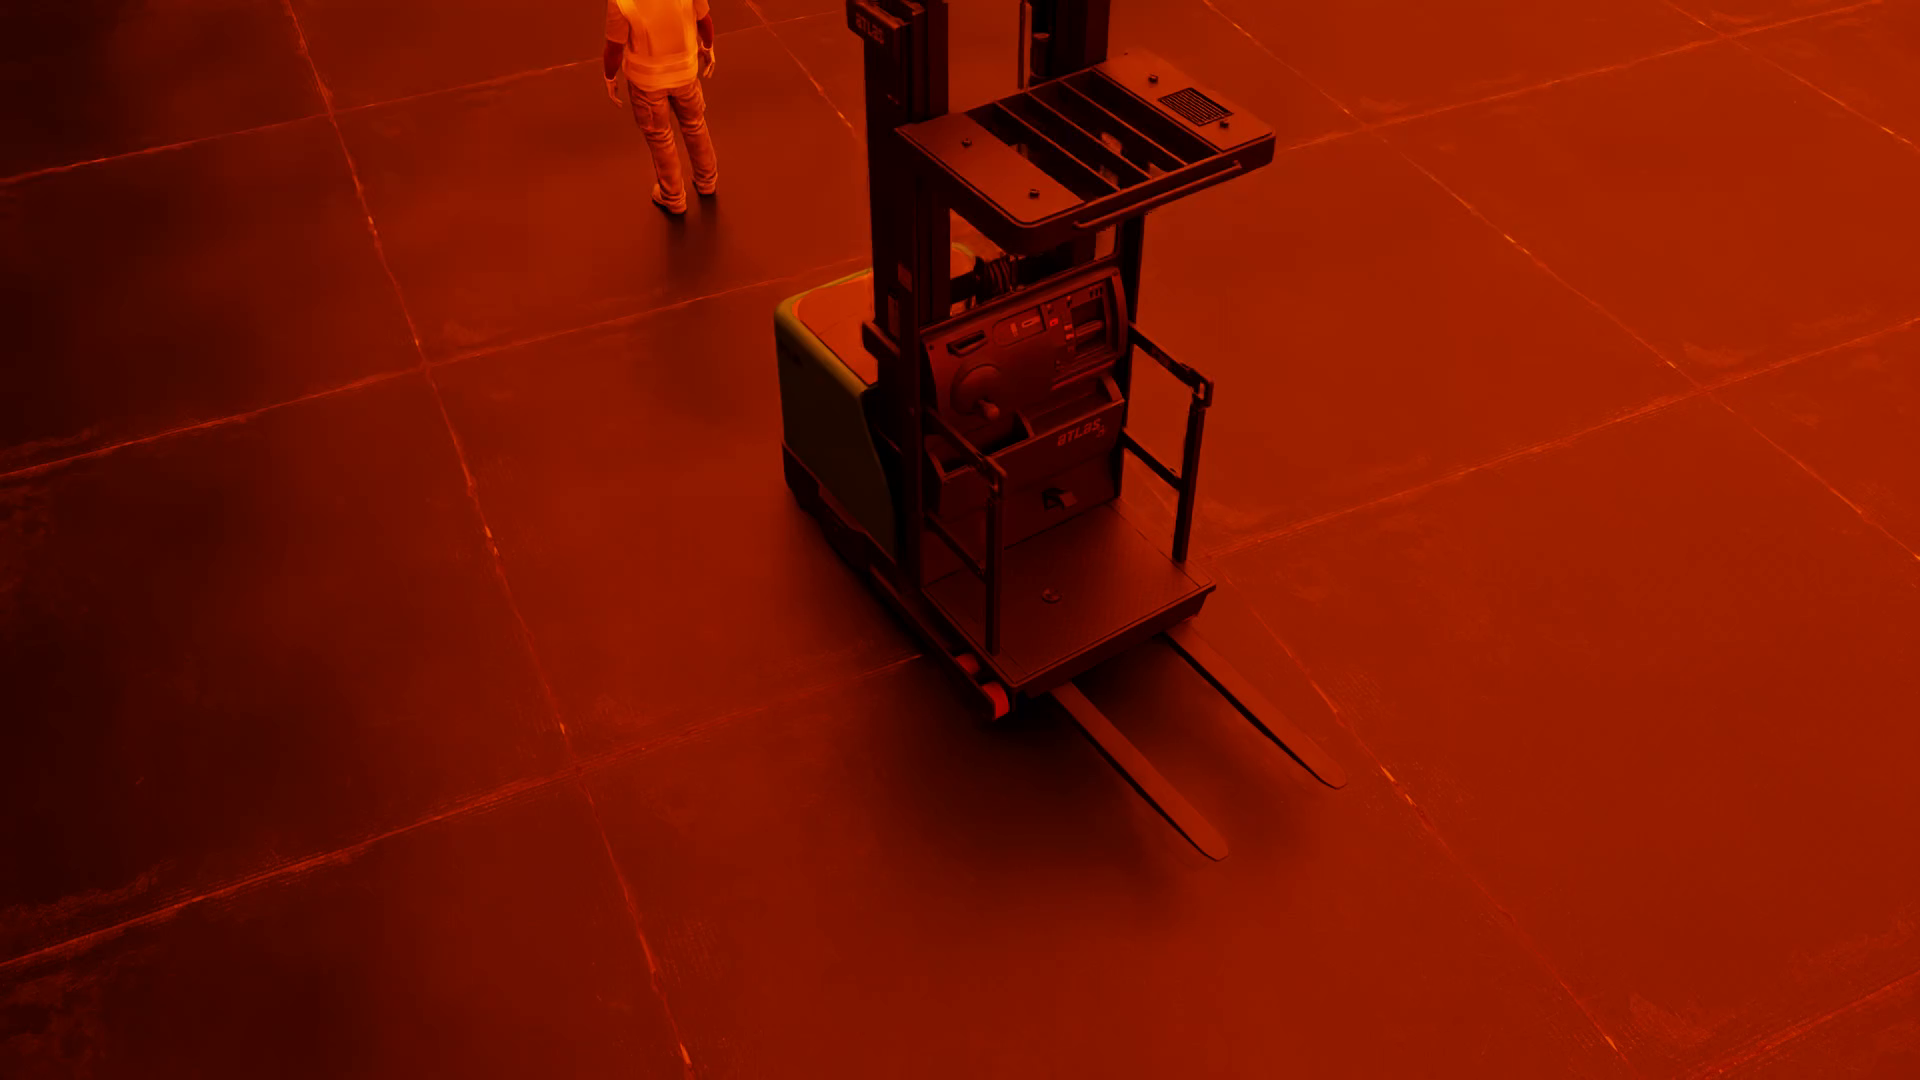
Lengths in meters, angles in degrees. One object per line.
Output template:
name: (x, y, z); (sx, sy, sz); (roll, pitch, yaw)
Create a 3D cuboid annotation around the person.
person: (-1.706, -2.674, 9.376); (0.656, 1.782, 0.577); (-20, 47, -20)

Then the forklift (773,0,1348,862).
forklift: (0.392, -0.690, 6.420); (1.130, 2.935, 3.031); (-25, 48, -24)
